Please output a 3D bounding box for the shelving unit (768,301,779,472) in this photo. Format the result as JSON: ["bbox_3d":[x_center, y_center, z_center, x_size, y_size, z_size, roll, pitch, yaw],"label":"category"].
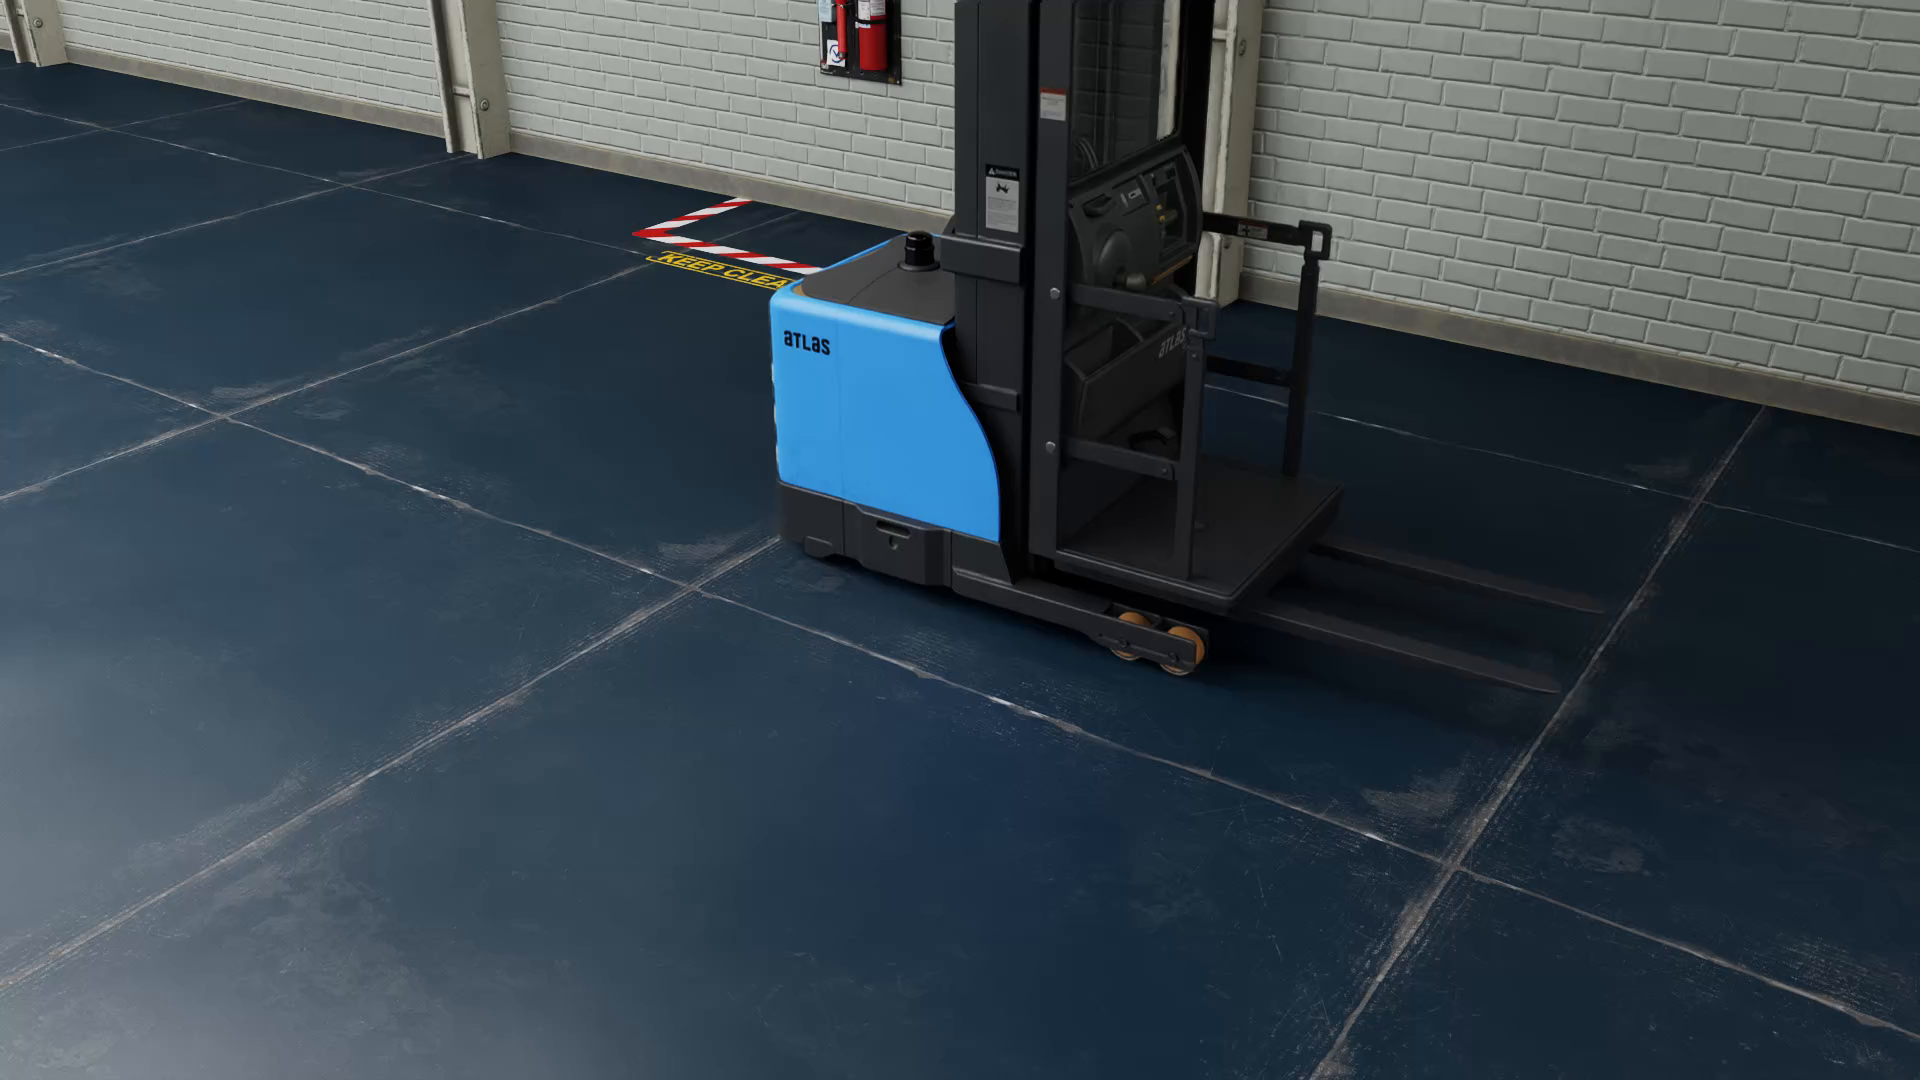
[{"bbox_3d":[-0.614,-0.572,6.882,0.210,0.900,0.258,16,31,28],"label":"shelving unit"}]

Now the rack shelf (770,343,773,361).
[{"bbox_3d":[-0.614,-0.783,6.774,0.200,0.077,0.258,16,31,28],"label":"rack shelf"}]

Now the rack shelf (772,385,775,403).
[{"bbox_3d":[-0.614,-0.623,6.856,0.200,0.077,0.258,16,31,28],"label":"rack shelf"}]

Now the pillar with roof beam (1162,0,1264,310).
[{"bbox_3d":[-1.091,-3.779,4.255,0.400,9.000,9.100,17,32,30],"label":"pillar with roof beam"}]

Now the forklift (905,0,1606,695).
[{"bbox_3d":[0.789,-1.105,5.689,3.031,2.935,1.110,16,31,28],"label":"forklift"}]

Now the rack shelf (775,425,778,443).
[{"bbox_3d":[-0.614,-0.462,6.938,0.200,0.077,0.258,16,31,28],"label":"rack shelf"}]

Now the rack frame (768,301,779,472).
[{"bbox_3d":[-0.701,-0.596,6.930,0.006,0.900,0.240,16,31,28],"label":"rack frame"}]

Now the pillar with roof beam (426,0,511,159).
[{"bbox_3d":[-6.036,-5.320,7.282,0.400,9.000,9.100,17,32,30],"label":"pillar with roof beam"}]

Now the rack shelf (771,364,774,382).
[{"bbox_3d":[-0.614,-0.703,6.815,0.200,0.077,0.258,16,31,28],"label":"rack shelf"}]
